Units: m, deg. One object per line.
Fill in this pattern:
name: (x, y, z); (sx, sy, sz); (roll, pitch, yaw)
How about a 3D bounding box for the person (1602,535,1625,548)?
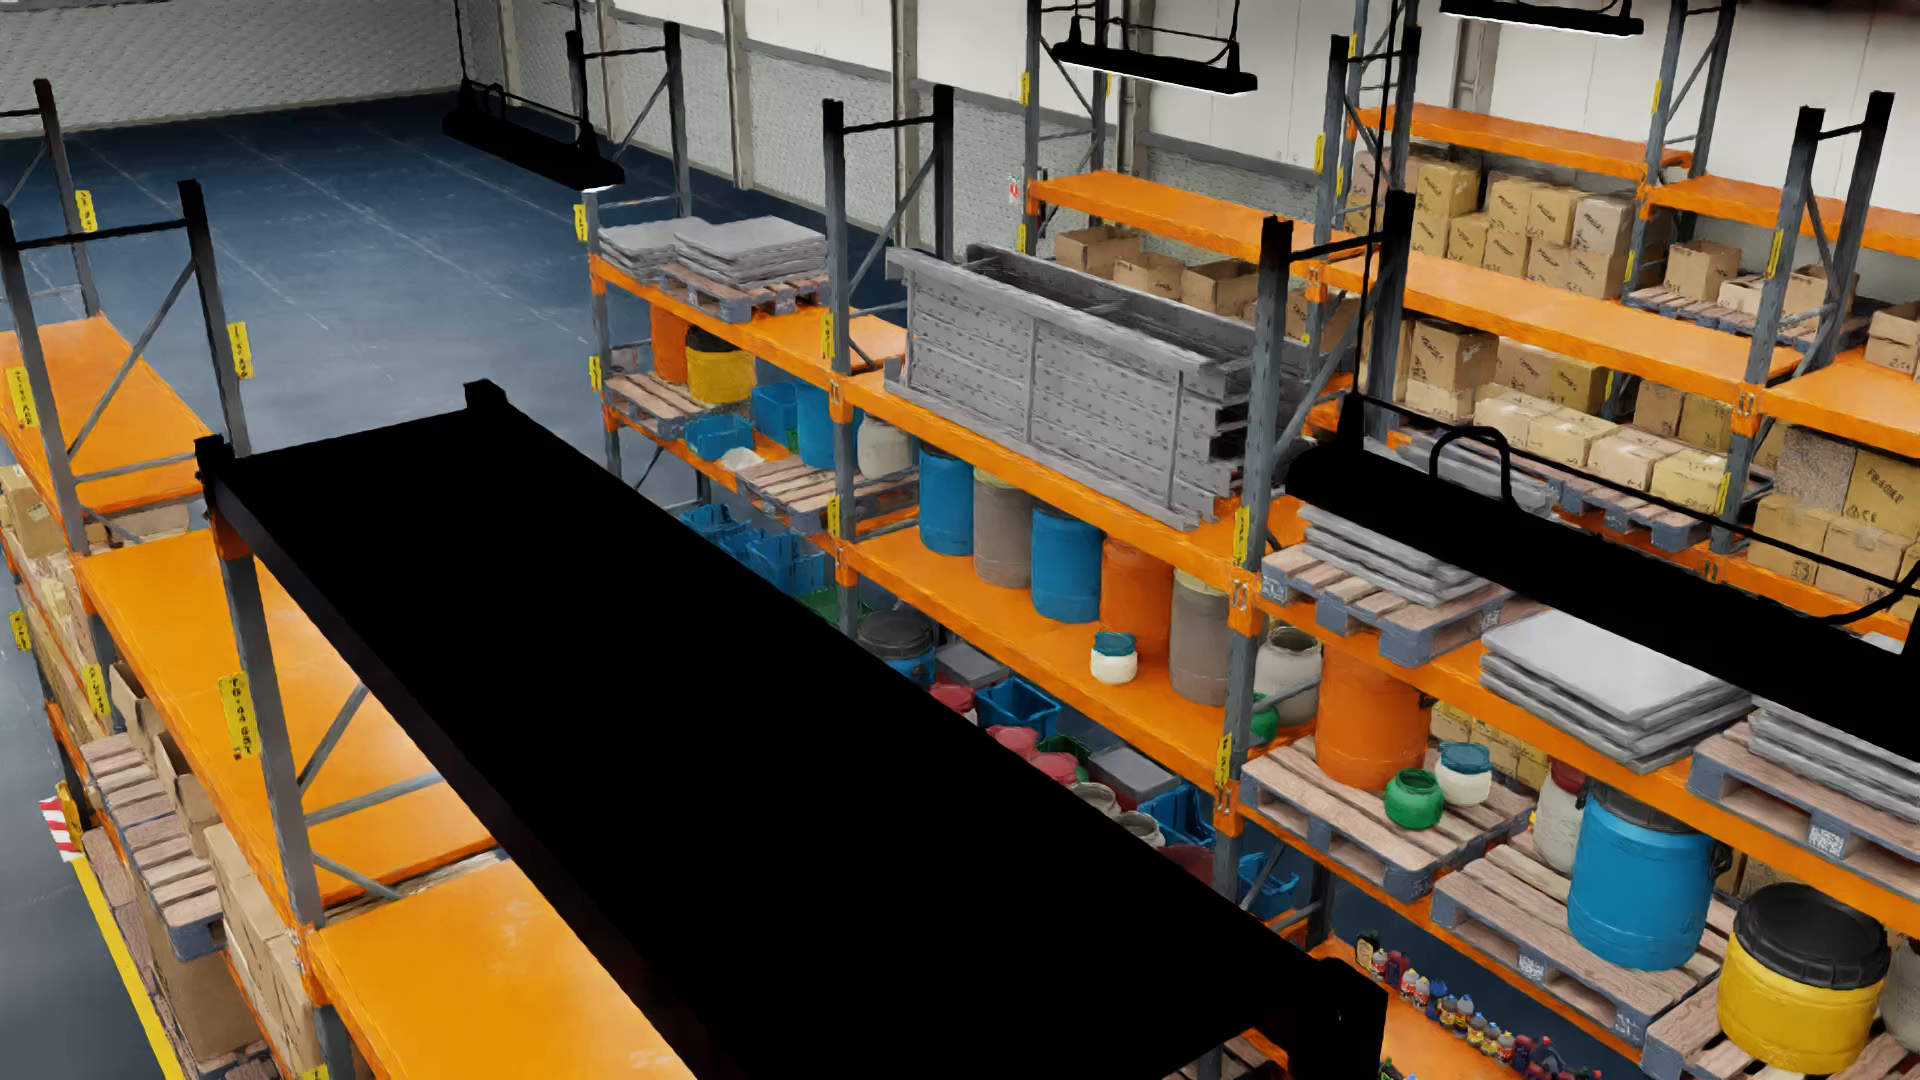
person: (5.992, 0.670, 15.455); (0.599, 1.696, 1.175); (-15, 29, -29)
